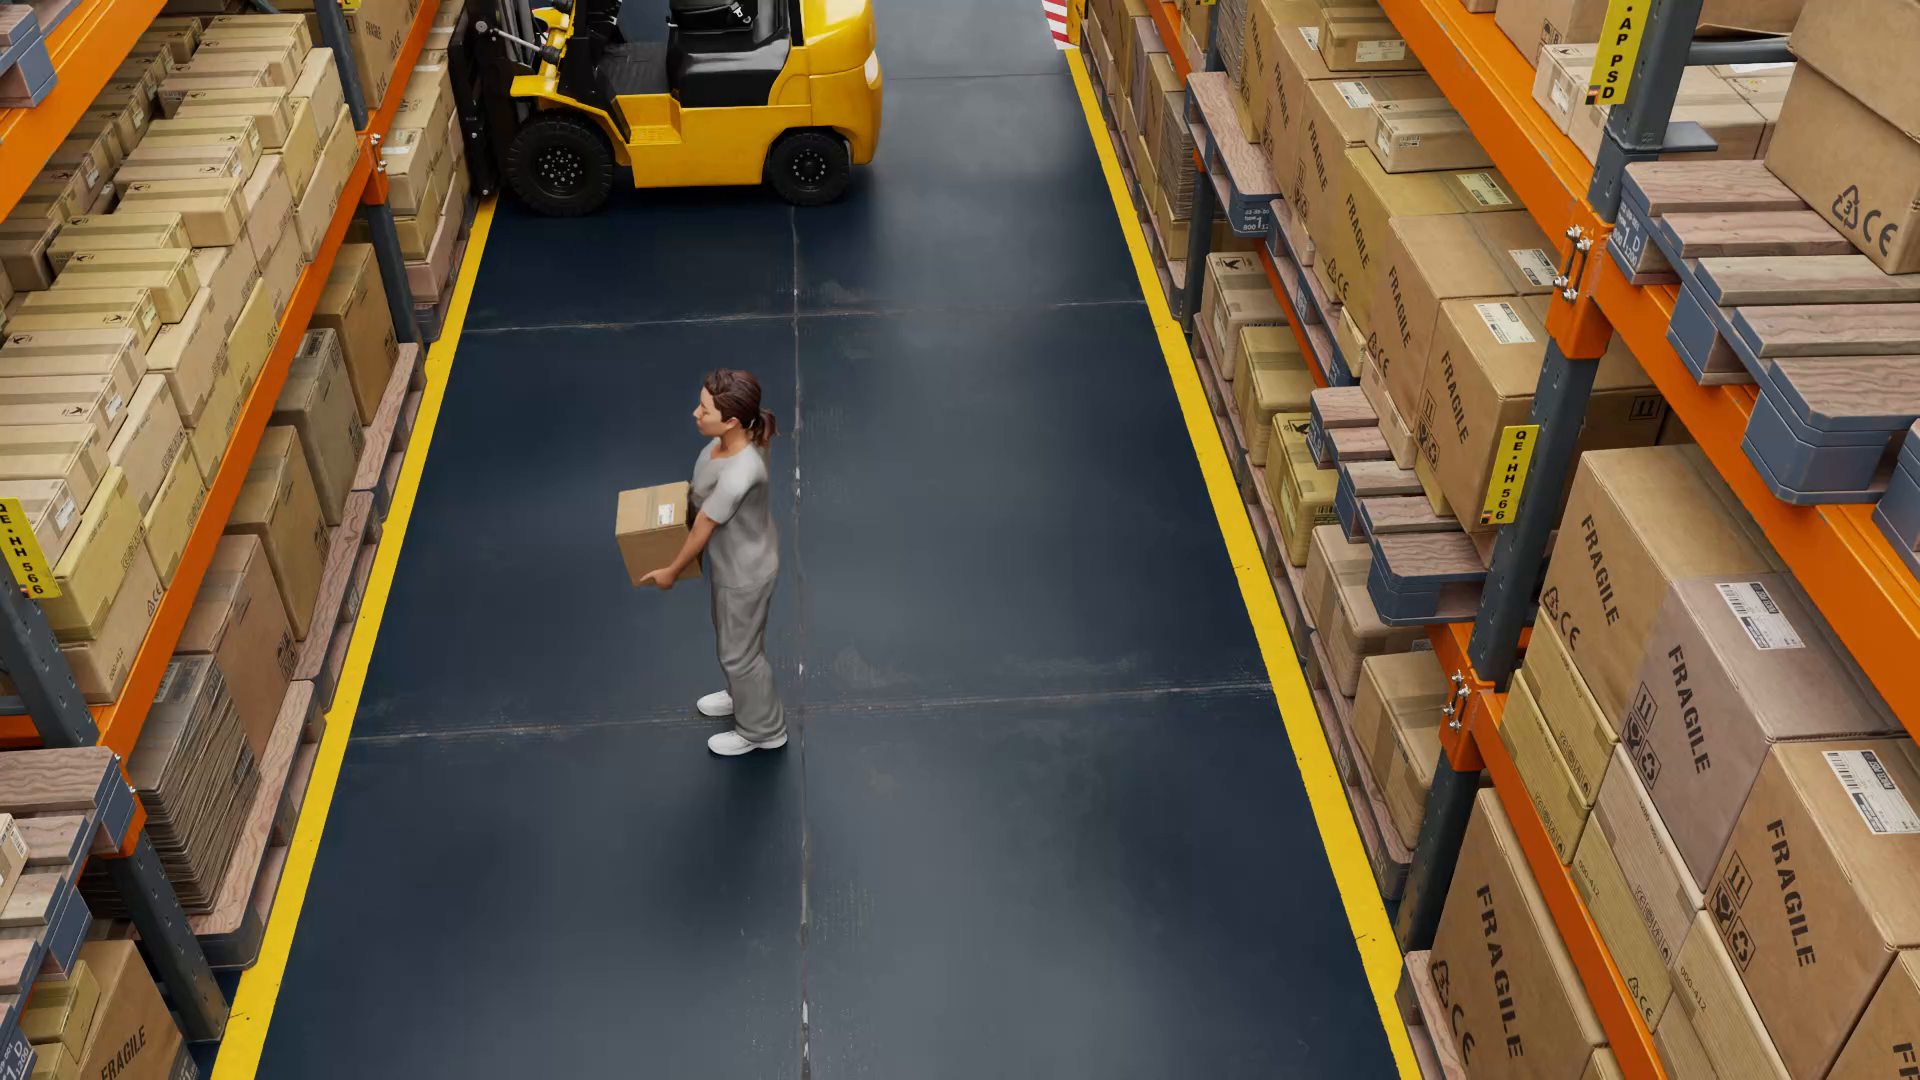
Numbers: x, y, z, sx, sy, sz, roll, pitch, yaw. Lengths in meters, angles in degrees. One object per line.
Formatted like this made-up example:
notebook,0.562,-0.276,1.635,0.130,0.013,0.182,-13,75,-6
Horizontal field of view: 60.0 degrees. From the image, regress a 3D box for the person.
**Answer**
person,-0.880,0.094,6.050,0.536,1.669,0.409,-4,39,-4
